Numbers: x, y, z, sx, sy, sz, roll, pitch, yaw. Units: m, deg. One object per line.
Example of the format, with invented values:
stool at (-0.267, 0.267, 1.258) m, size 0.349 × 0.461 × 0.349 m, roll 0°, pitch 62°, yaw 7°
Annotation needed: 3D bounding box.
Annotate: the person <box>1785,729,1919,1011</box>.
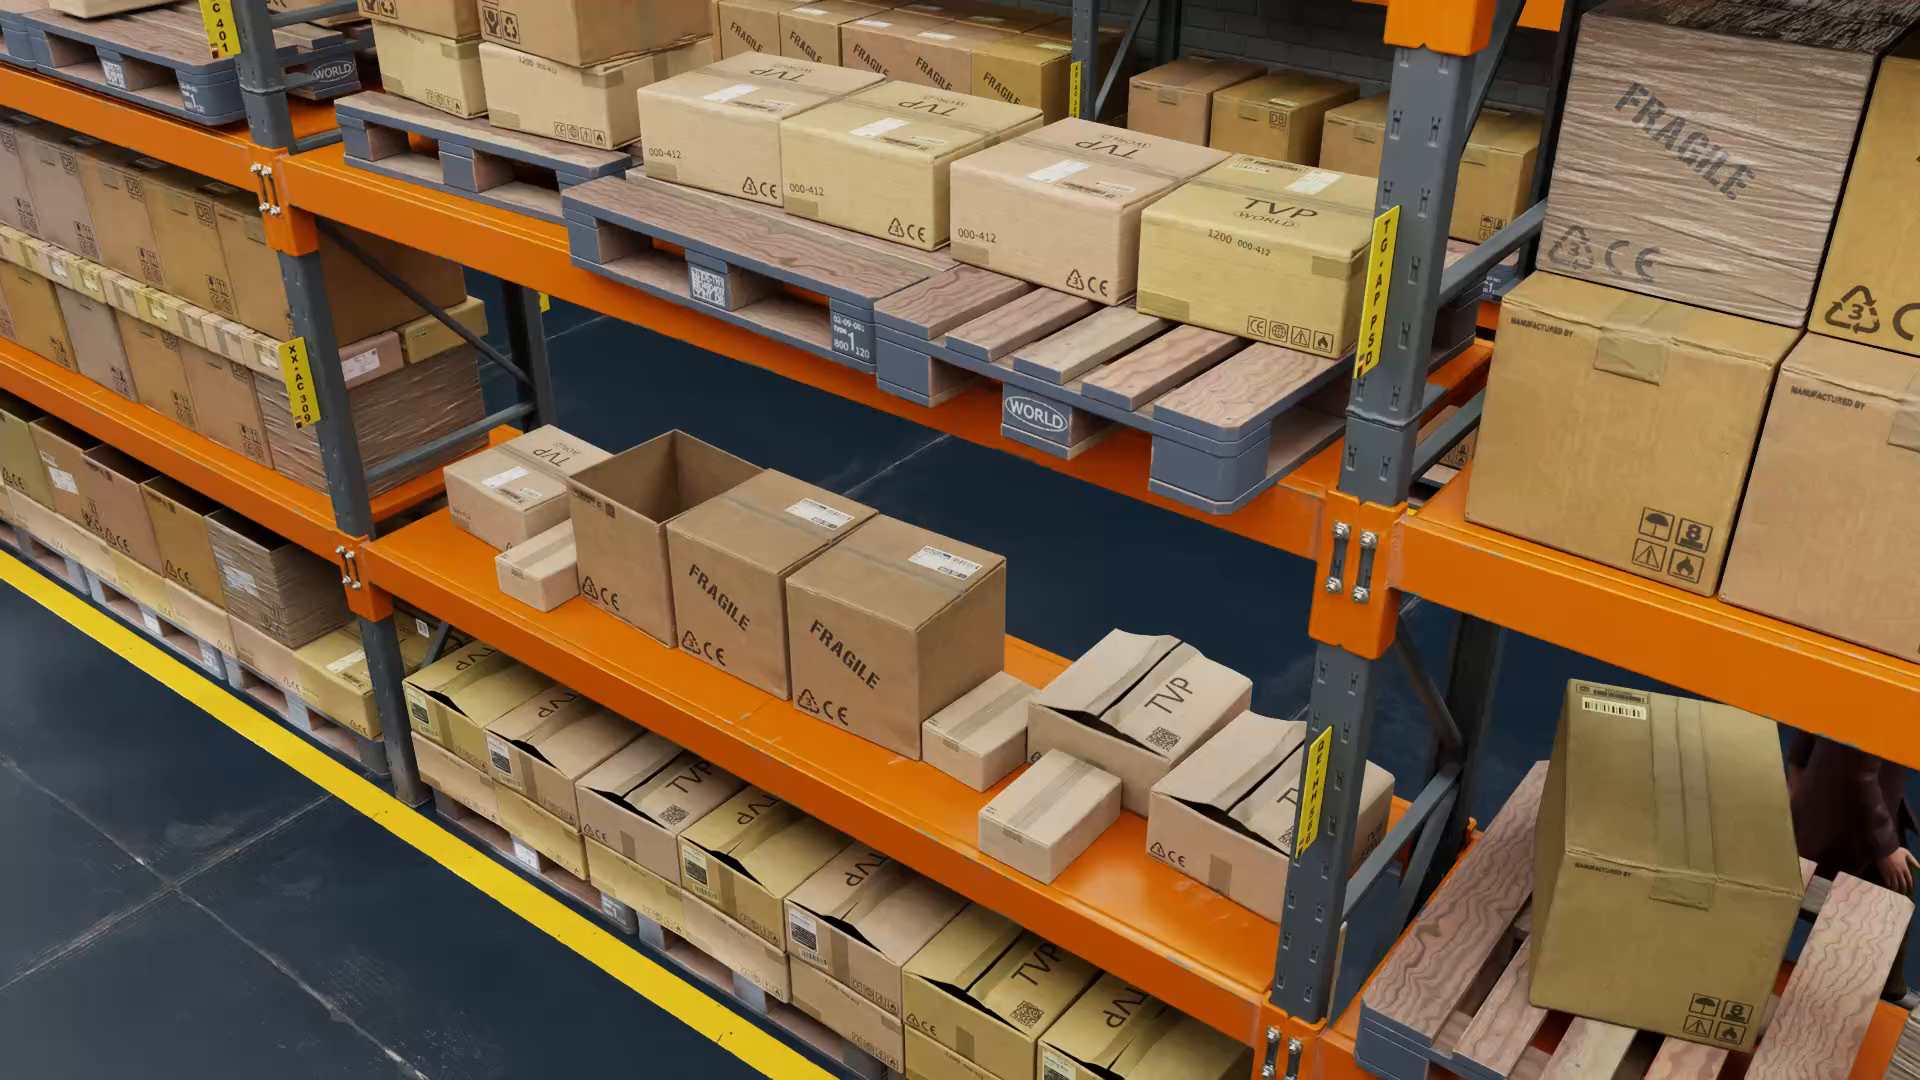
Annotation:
person at (2.981, 0.893, 5.626) m, size 1.082 × 1.732 × 0.565 m, roll 17°, pitch 34°, yaw 26°
